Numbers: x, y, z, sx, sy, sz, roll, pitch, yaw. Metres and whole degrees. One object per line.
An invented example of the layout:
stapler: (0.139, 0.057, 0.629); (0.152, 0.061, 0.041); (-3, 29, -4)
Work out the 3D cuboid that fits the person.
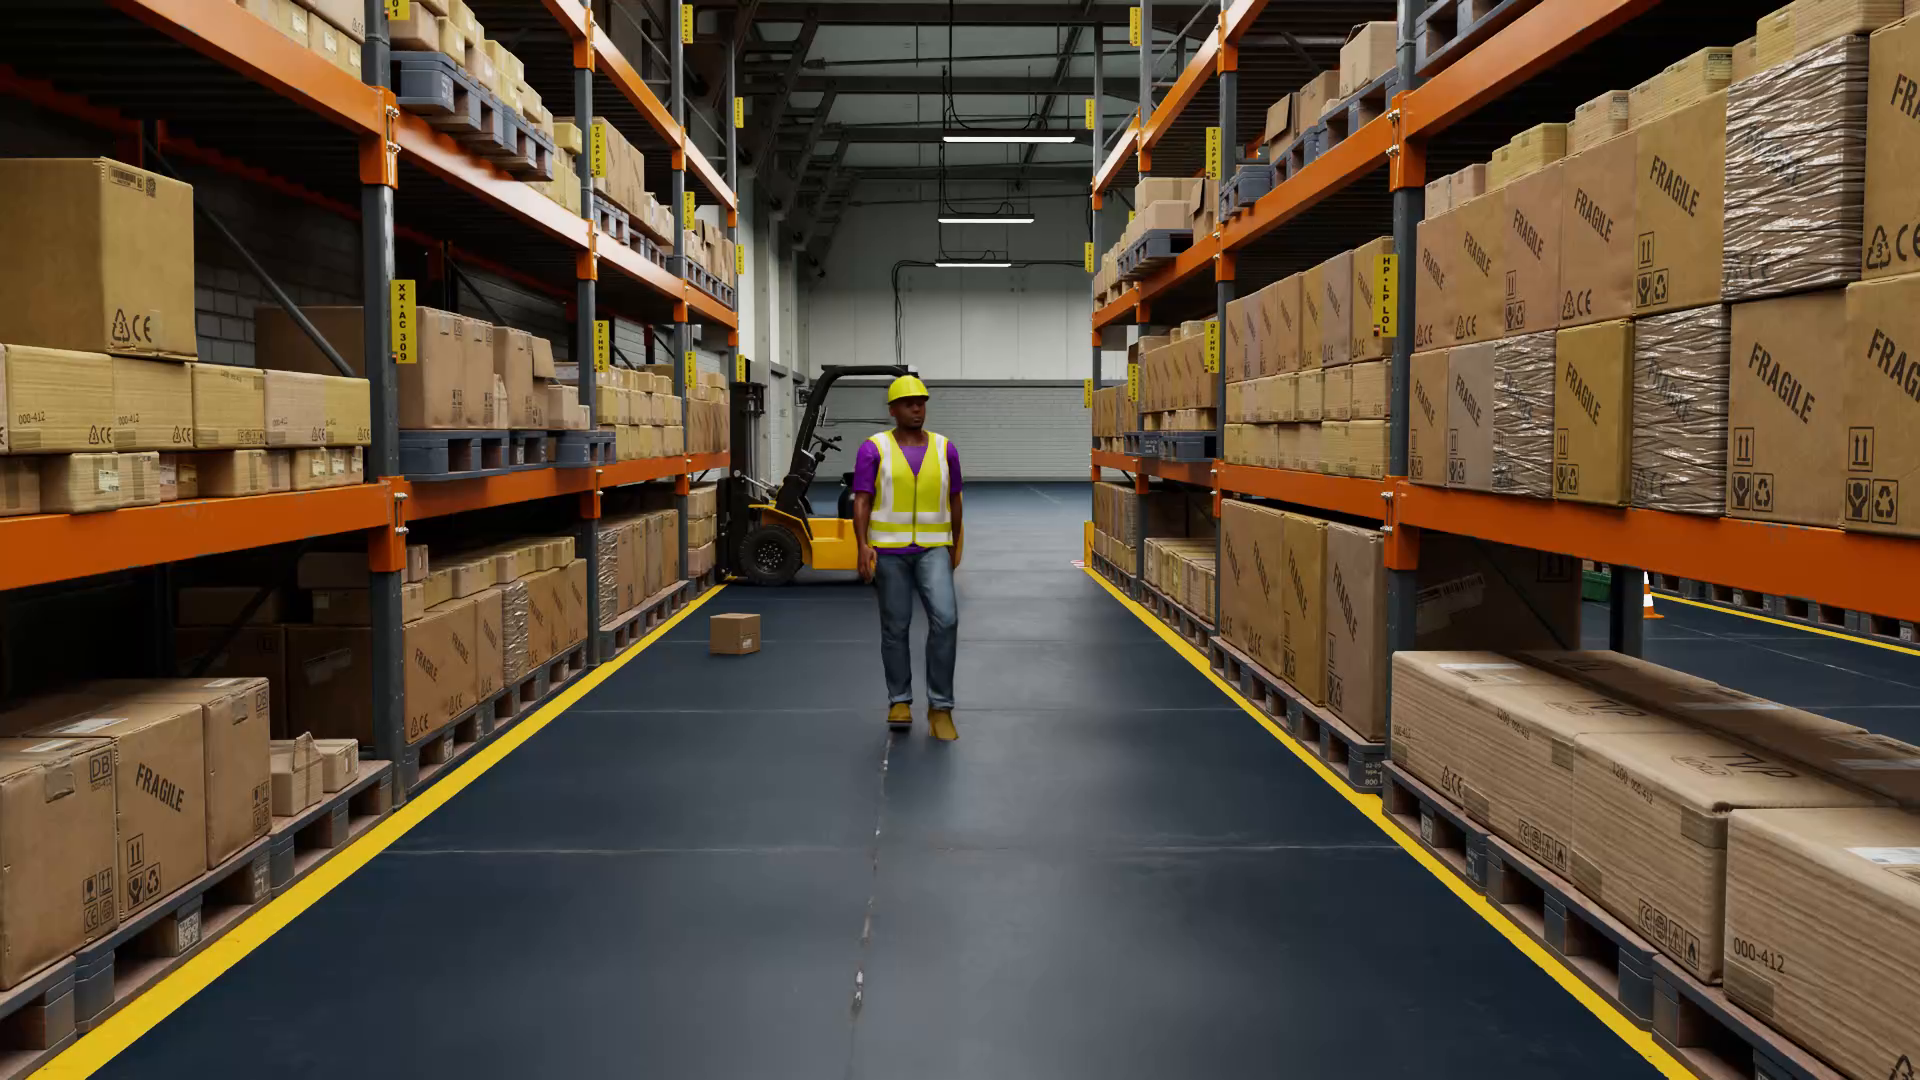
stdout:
person: (-0.248, 0.094, 8.289); (0.572, 1.827, 0.567); (-1, 4, -9)
